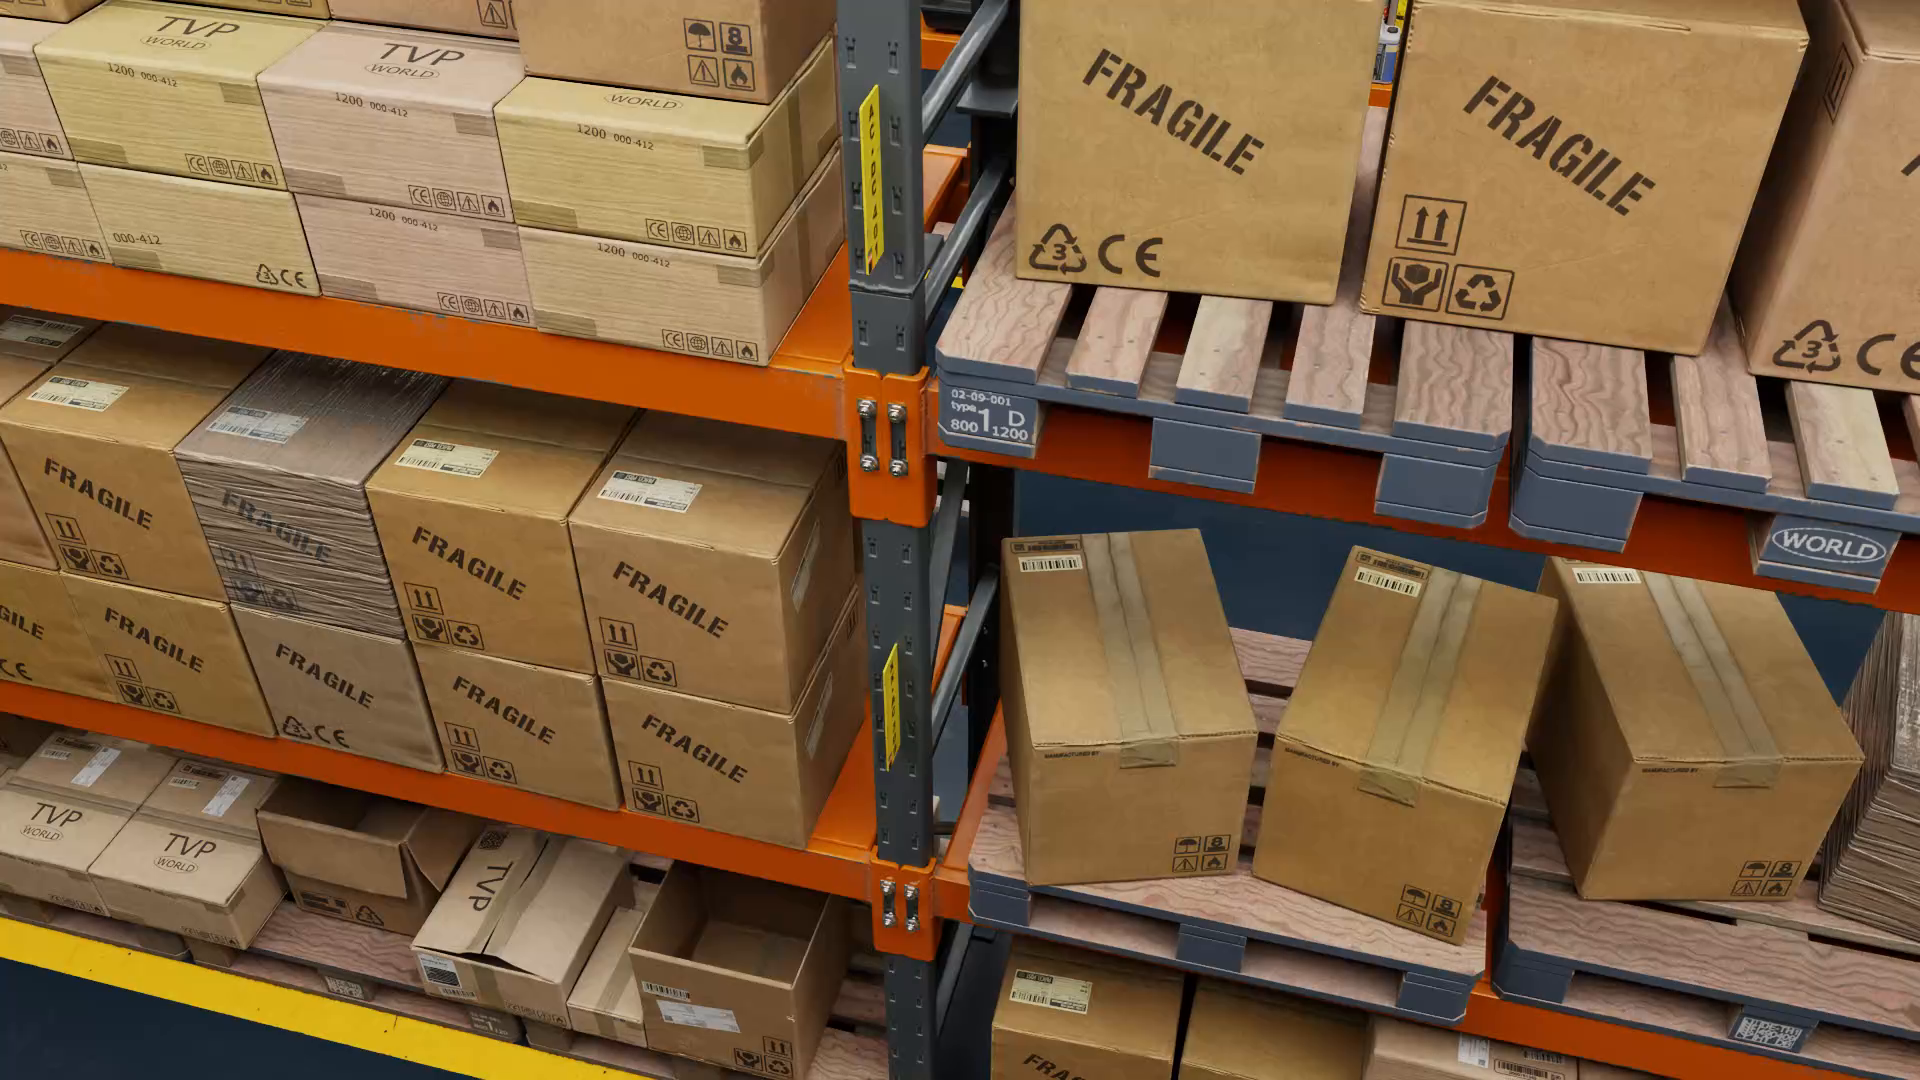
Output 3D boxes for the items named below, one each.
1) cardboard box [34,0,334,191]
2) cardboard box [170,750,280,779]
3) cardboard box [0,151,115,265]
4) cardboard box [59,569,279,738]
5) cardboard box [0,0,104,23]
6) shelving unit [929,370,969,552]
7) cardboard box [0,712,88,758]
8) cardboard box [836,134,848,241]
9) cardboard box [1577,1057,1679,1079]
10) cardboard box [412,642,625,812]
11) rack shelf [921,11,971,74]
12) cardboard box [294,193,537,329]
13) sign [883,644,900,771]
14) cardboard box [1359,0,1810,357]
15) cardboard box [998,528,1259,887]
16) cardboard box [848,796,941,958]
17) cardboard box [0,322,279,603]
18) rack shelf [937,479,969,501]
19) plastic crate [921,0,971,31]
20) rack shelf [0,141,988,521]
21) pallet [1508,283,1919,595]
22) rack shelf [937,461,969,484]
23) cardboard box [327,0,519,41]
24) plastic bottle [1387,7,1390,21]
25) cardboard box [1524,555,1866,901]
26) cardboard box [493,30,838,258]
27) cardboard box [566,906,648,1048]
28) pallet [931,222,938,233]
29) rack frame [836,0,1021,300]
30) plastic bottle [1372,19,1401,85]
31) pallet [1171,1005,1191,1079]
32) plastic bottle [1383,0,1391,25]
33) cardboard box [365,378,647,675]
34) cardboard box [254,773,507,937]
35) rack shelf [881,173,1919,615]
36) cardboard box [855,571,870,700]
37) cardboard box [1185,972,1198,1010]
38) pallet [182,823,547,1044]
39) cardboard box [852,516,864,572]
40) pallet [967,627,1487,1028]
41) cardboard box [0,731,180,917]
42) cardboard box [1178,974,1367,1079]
[{"bbox_3d":[-1.526,-0.989,3.490,0.500,0.250,0.500,10,41,11],"label":"cardboard box"},{"bbox_3d":[-2.386,0.709,5.869,0.500,0.250,0.500,10,41,11],"label":"cardboard box"},{"bbox_3d":[-2.007,-0.884,3.755,0.500,0.250,0.500,10,41,11],"label":"cardboard box"},{"bbox_3d":[-2.058,0.162,4.647,0.500,0.500,0.500,10,41,12],"label":"cardboard box"},{"bbox_3d":[-1.954,-1.490,3.504,0.500,0.500,0.700,10,41,11],"label":"cardboard box"},{"bbox_3d":[-0.008,-0.346,6.962,0.210,0.900,0.258,10,41,11],"label":"shelving unit"},{"bbox_3d":[-3.296,0.437,5.999,0.500,0.500,0.500,10,41,11],"label":"cardboard box"},{"bbox_3d":[-0.427,-0.950,3.833,0.500,0.250,0.500,10,41,11],"label":"cardboard box"},{"bbox_3d":[1.834,1.359,4.318,0.500,0.250,0.500,9,41,11],"label":"cardboard box"},{"bbox_3d":[-1.069,0.329,4.448,0.500,0.500,0.500,11,41,13],"label":"cardboard box"},{"bbox_3d":[-0.669,-2.758,8.761,4.000,0.370,1.077,10,41,11],"label":"rack shelf"},{"bbox_3d":[-1.040,-0.721,3.560,0.500,0.250,0.500,10,41,11],"label":"cardboard box"},{"bbox_3d":[-0.154,0.383,3.789,0.005,0.325,0.100,10,41,11],"label":"sign"},{"bbox_3d":[1.098,-0.784,3.036,0.600,0.600,0.600,9,41,11],"label":"cardboard box"},{"bbox_3d":[0.379,0.395,4.044,0.500,0.500,0.700,-3,40,-3],"label":"cardboard box"},{"bbox_3d":[-0.371,1.033,5.436,0.500,0.311,0.500,10,41,11],"label":"cardboard box"},{"bbox_3d":[-2.045,-0.220,4.325,0.500,0.500,0.500,9,41,11],"label":"cardboard box"},{"bbox_3d":[-0.008,-0.252,7.042,0.200,0.077,0.258,10,41,11],"label":"rack shelf"},{"bbox_3d":[0.112,-2.638,8.225,0.590,0.125,0.437,10,41,11],"label":"plastic crate"},{"bbox_3d":[-1.953,-0.830,4.133,4.000,0.370,1.077,10,41,11],"label":"rack shelf"},{"bbox_3d":[1.593,-0.378,3.182,1.003,0.211,1.213,10,41,11],"label":"pallet"},{"bbox_3d":[-0.008,-0.320,6.984,0.200,0.077,0.258,10,41,11],"label":"rack shelf"},{"bbox_3d":[-0.947,-1.422,3.423,0.500,0.500,0.700,10,41,11],"label":"cardboard box"},{"bbox_3d":[2.080,-2.728,8.262,0.135,0.276,0.152,10,41,11],"label":"plastic bottle"},{"bbox_3d":[1.702,0.432,3.999,0.500,0.500,0.700,0,40,0],"label":"cardboard box"},{"bbox_3d":[-0.561,-0.819,3.288,0.500,0.250,0.500,10,41,11],"label":"cardboard box"},{"bbox_3d":[-1.023,1.356,5.178,0.250,0.149,0.380,10,41,11],"label":"cardboard box"},{"bbox_3d":[-0.640,-1.933,9.387,1.213,0.211,1.003,10,41,11],"label":"pallet"},{"bbox_3d":[-0.021,-1.921,2.541,0.127,3.000,1.000,10,41,11],"label":"rack frame"},{"bbox_3d":[1.965,-2.279,7.728,0.135,0.276,0.152,10,41,11],"label":"plastic bottle"},{"bbox_3d":[0.774,1.556,5.234,1.213,0.211,1.003,10,41,11],"label":"pallet"},{"bbox_3d":[2.066,-2.619,8.190,0.097,0.201,0.097,0,40,0],"label":"plastic bottle"},{"bbox_3d":[-1.072,-0.052,4.124,0.500,0.500,0.500,9,41,11],"label":"cardboard box"},{"bbox_3d":[-1.837,0.854,5.499,0.637,0.503,0.797,10,41,11],"label":"cardboard box"},{"bbox_3d":[1.911,-0.165,3.341,4.000,0.370,1.077,10,41,11],"label":"rack shelf"},{"bbox_3d":[-0.443,0.084,4.740,0.500,0.500,0.500,11,41,13],"label":"cardboard box"},{"bbox_3d":[1.005,1.156,5.143,0.500,0.500,0.500,10,41,12],"label":"cardboard box"},{"bbox_3d":[-1.867,1.128,5.744,1.213,0.211,1.003,10,41,11],"label":"pallet"},{"bbox_3d":[-0.404,-0.298,4.418,0.500,0.500,0.500,11,41,13],"label":"cardboard box"},{"bbox_3d":[0.723,0.650,4.293,1.213,0.211,1.003,10,41,11],"label":"pallet"},{"bbox_3d":[-2.950,0.945,5.588,0.500,0.250,0.500,10,41,11],"label":"cardboard box"},{"bbox_3d":[0.901,1.478,4.759,0.500,0.500,0.500,10,41,12],"label":"cardboard box"}]
